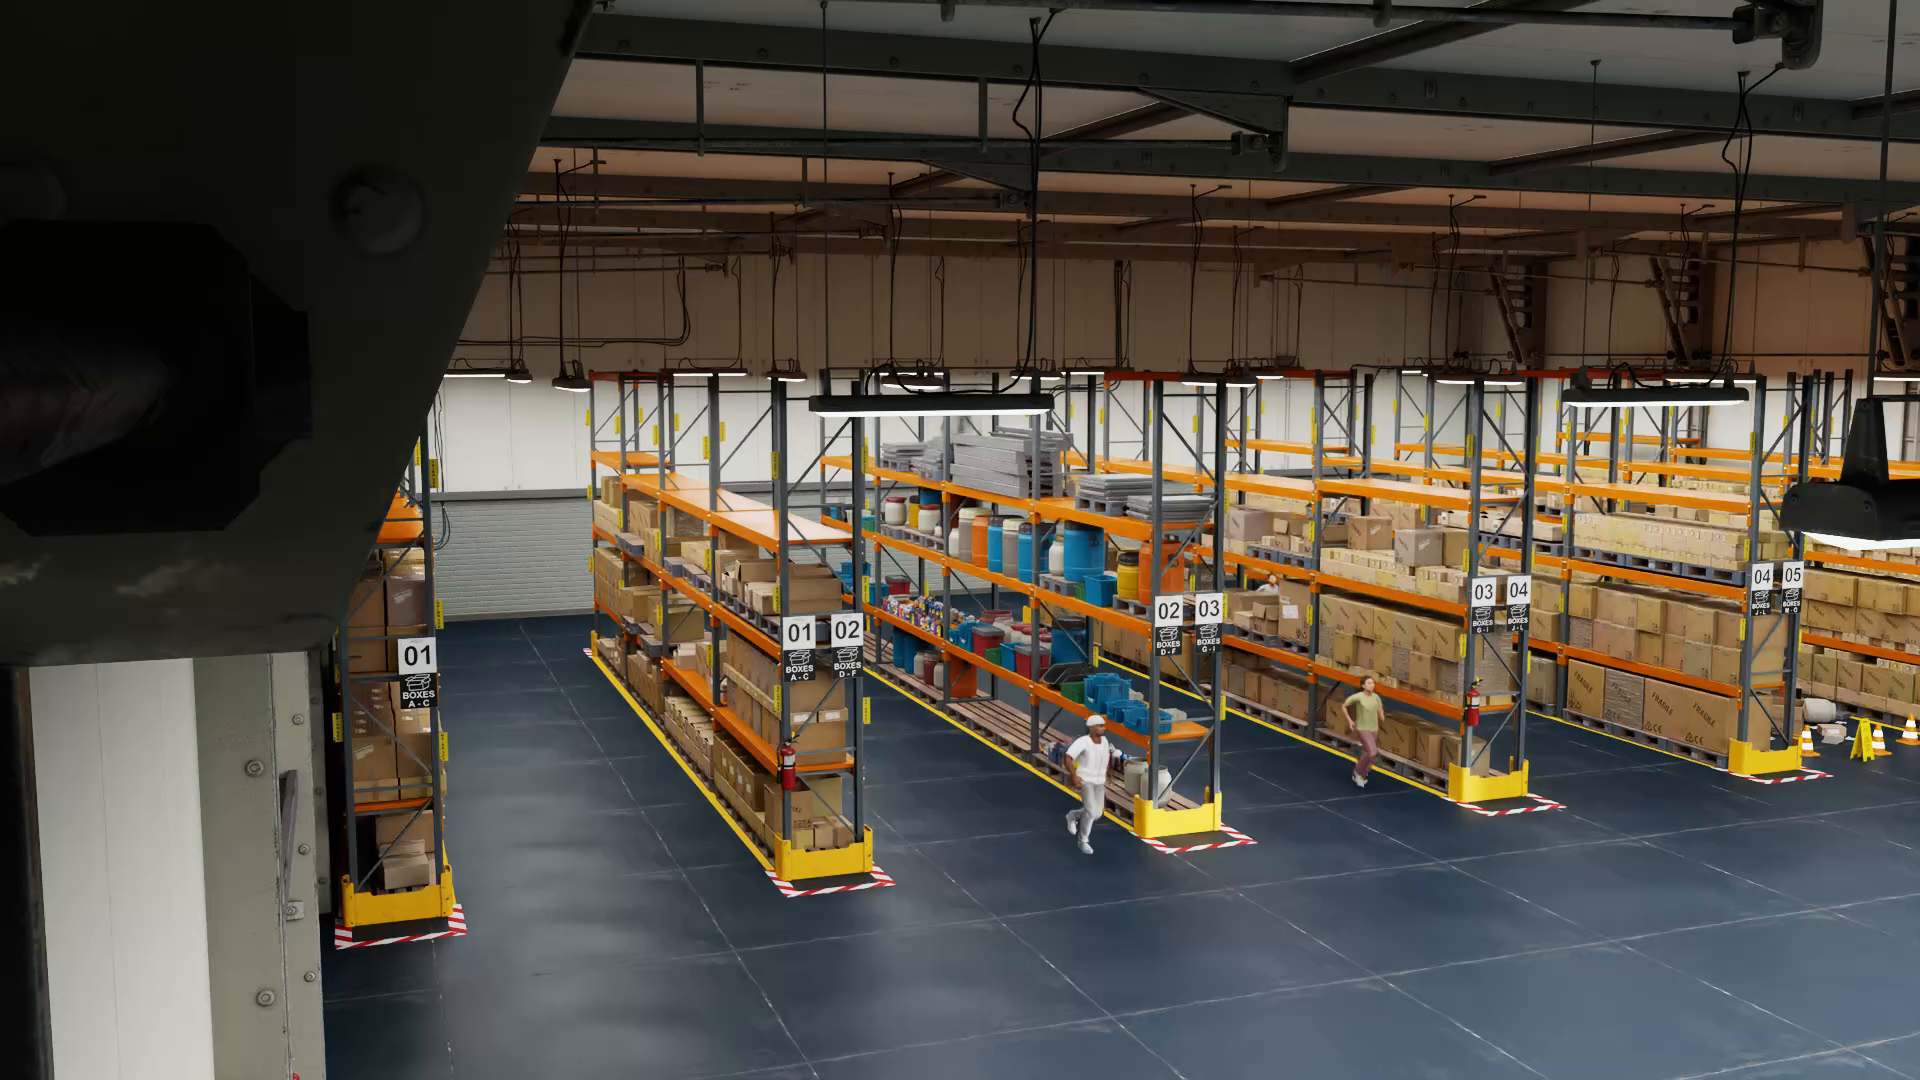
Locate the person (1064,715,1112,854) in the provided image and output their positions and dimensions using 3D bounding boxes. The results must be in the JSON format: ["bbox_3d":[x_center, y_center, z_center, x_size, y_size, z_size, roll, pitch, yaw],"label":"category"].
[{"bbox_3d":[1.660,3.105,21.464,0.744,1.714,0.659,-5,8,-38],"label":"person"}]

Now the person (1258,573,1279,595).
[{"bbox_3d":[6.683,1.534,35.677,0.540,1.674,0.669,-2,7,-20],"label":"person"}]

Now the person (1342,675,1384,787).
[{"bbox_3d":[5.954,2.790,24.292,0.560,1.639,0.628,-3,7,-26],"label":"person"}]
